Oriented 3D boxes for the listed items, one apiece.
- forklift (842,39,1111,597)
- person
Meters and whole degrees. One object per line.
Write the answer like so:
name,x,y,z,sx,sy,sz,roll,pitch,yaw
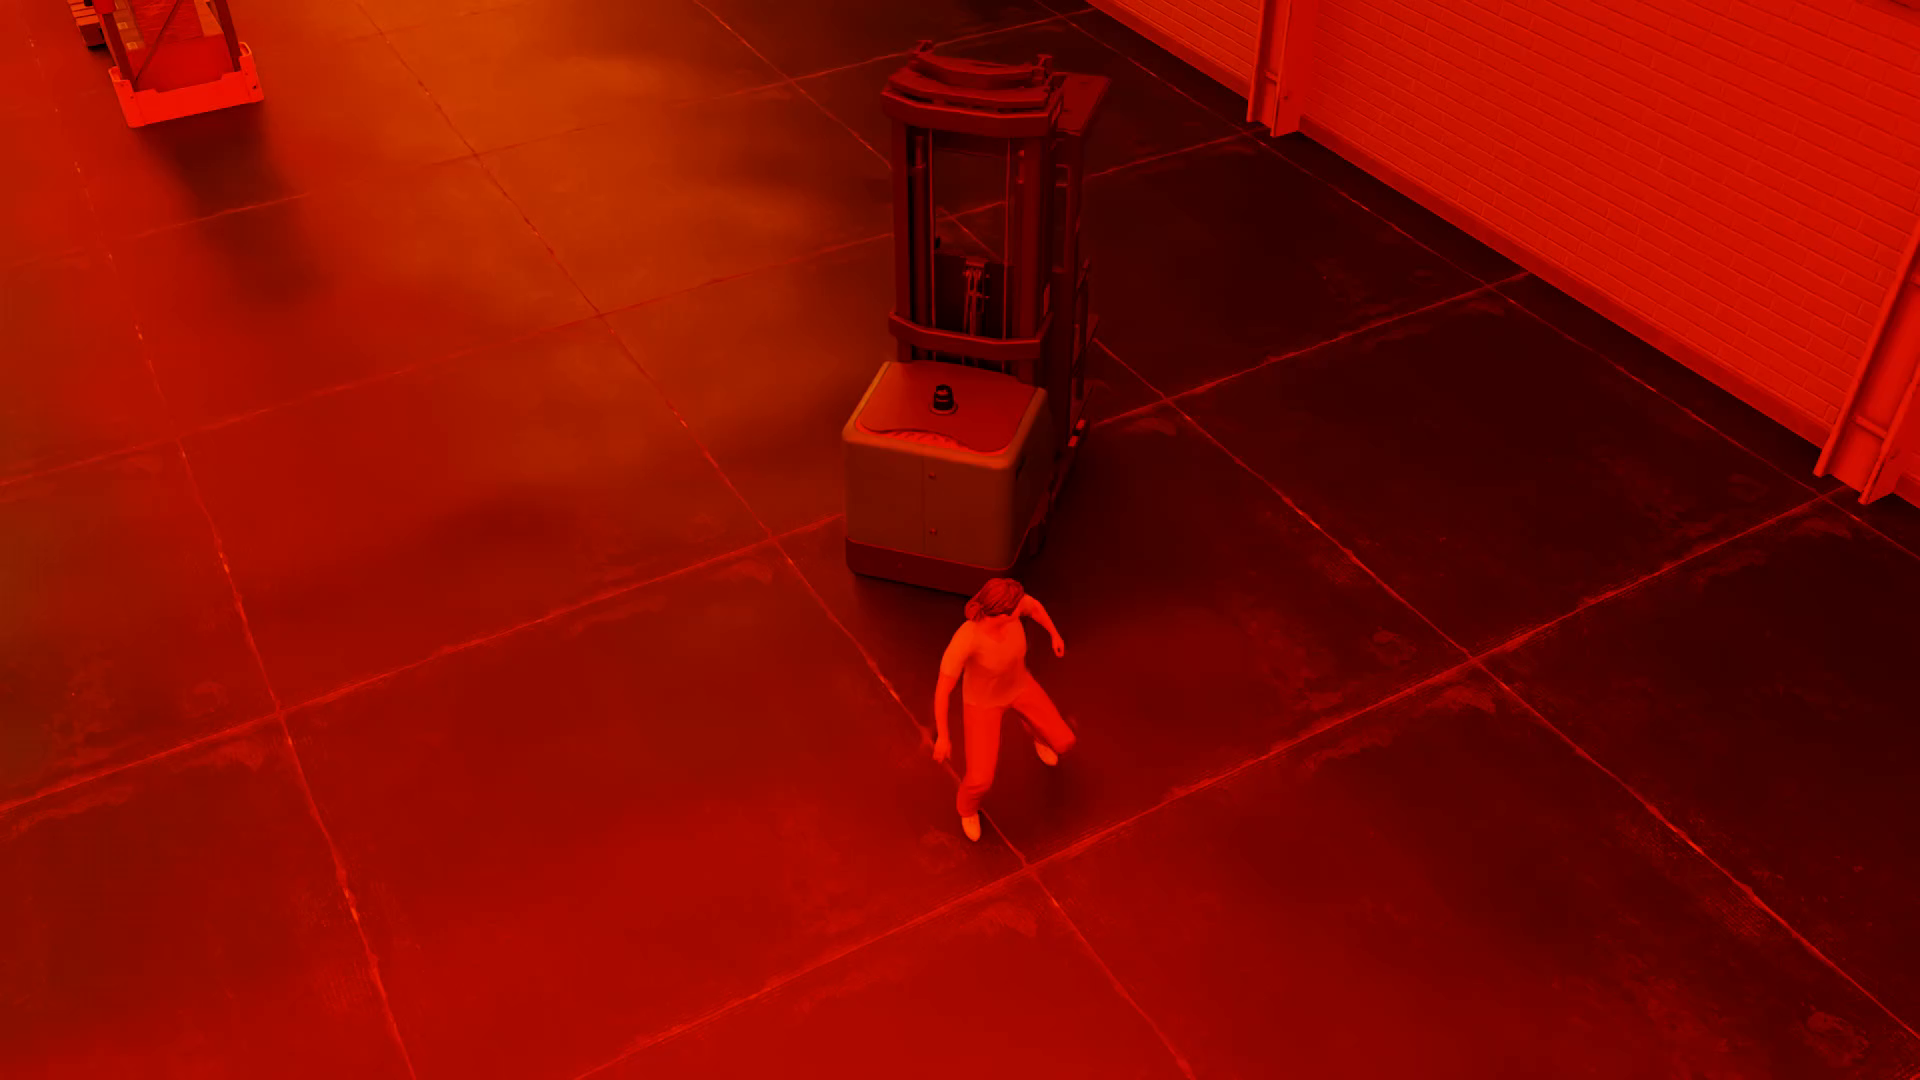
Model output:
forklift,0.233,-1.719,10.109,1.130,2.935,3.031,11,41,13
person,0.205,0.784,8.203,0.890,1.562,0.496,-20,44,-23
